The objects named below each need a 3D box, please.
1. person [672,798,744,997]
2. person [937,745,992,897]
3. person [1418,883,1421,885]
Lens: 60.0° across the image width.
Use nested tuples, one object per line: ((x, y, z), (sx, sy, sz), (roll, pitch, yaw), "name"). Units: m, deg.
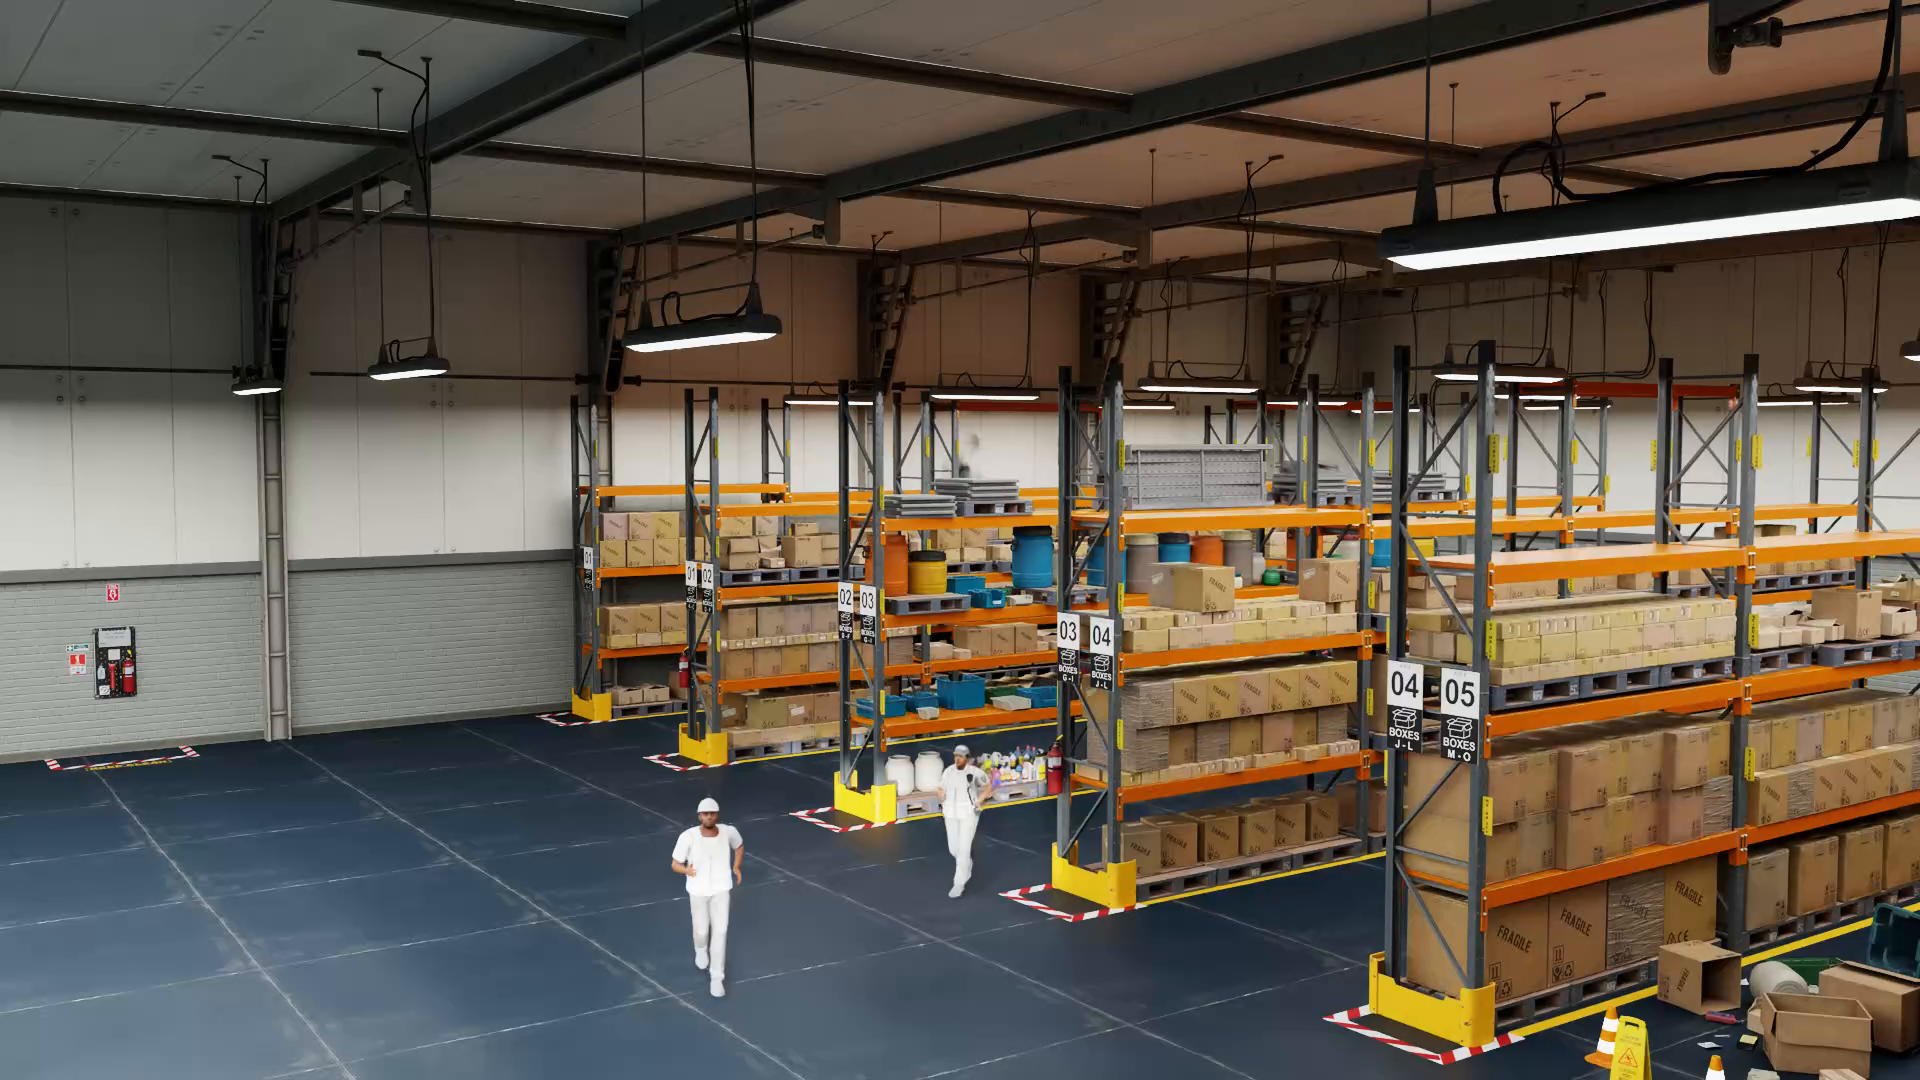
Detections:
((-2.364, 3.311, 15.685), (0.698, 1.760, 0.970), (-1, 4, -13), "person")
((0.014, 3.173, 19.069), (0.620, 1.658, 0.857), (1, 4, 22), "person")
((5.122, 3.172, 17.750), (0.659, 1.770, 1.004), (3, 5, 43), "person")
